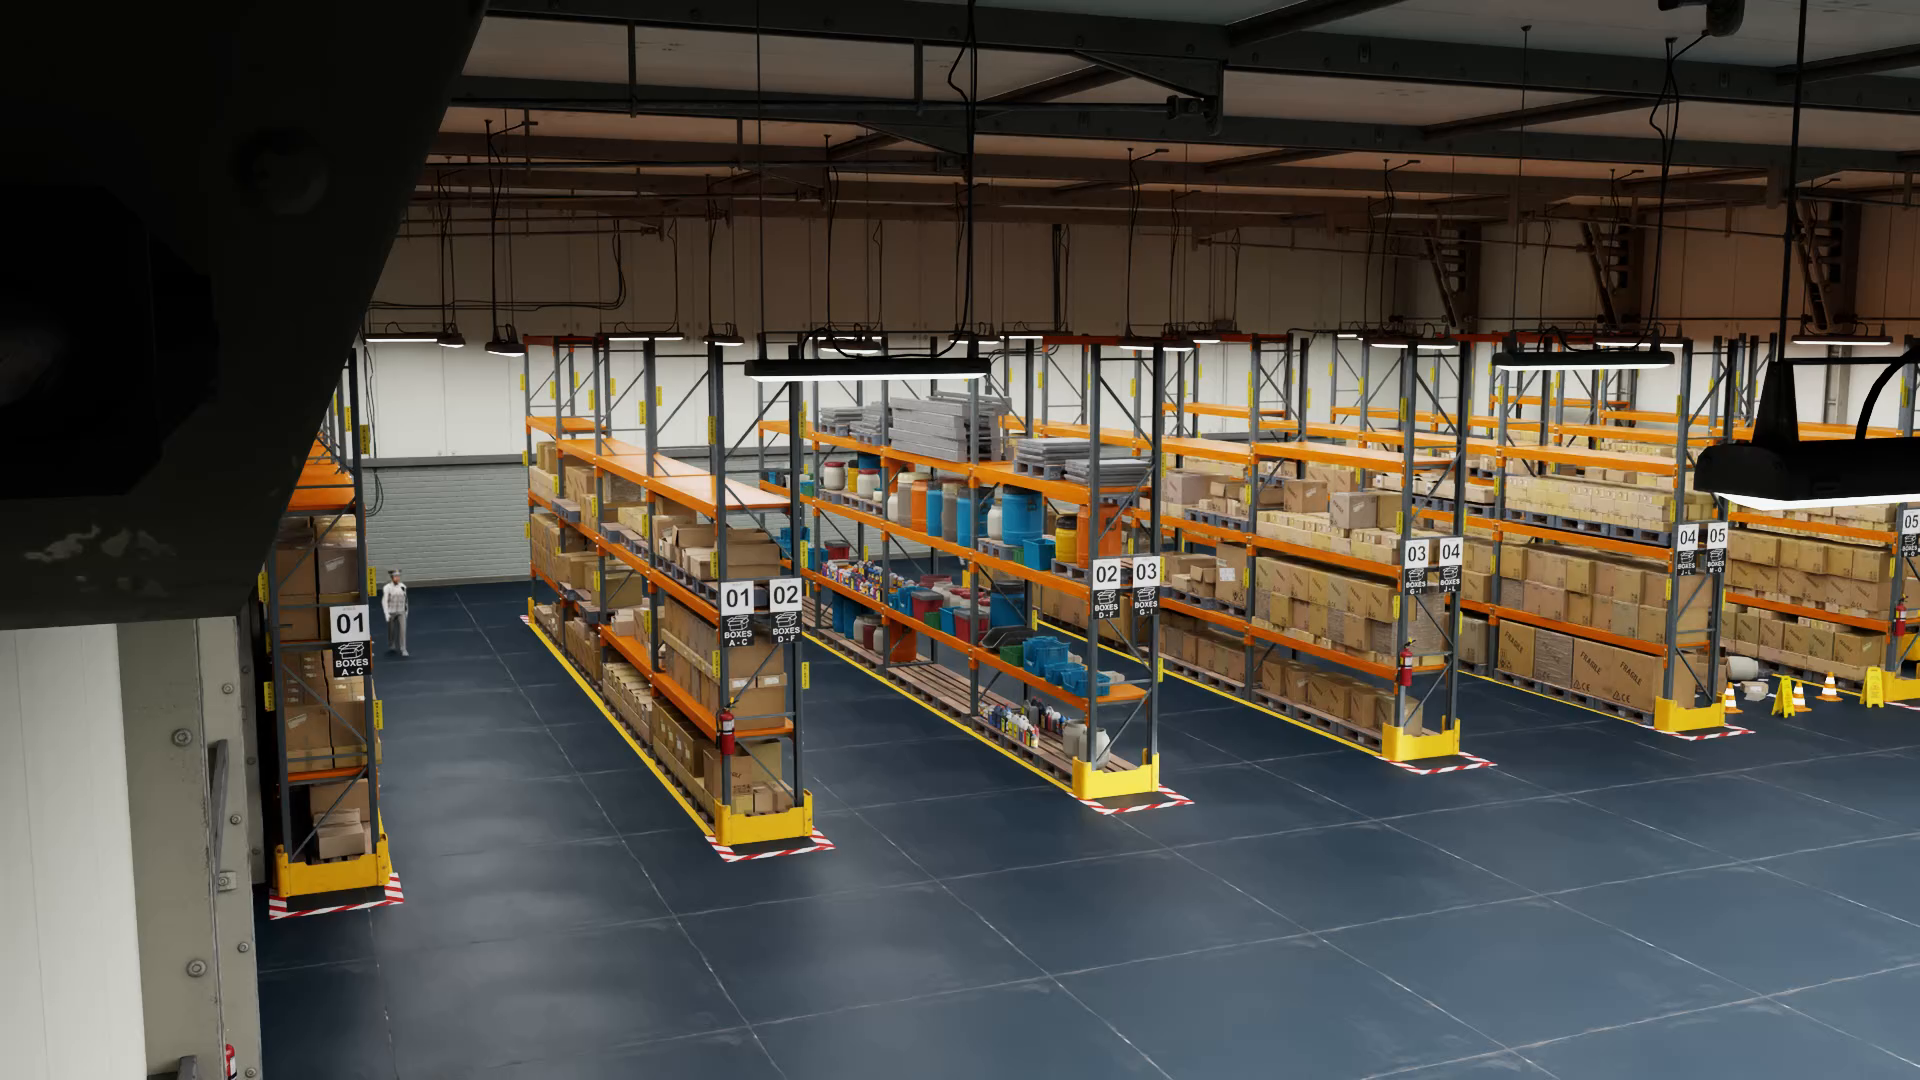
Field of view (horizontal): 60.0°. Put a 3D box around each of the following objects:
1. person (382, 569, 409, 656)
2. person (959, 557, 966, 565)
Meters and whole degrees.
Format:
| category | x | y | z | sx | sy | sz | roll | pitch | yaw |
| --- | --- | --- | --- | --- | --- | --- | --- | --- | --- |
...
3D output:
| category | x | y | z | sx | sy | sz | roll | pitch | yaw |
| --- | --- | --- | --- | --- | --- | --- | --- | --- | --- |
| person | -10.651 | 1.346 | 31.359 | 0.496 | 1.624 | 1.056 | -4 | 8 | -26 |
| person | 0.377 | -0.097 | 42.174 | 0.486 | 1.616 | 0.981 | -5 | 9 | -32 |
